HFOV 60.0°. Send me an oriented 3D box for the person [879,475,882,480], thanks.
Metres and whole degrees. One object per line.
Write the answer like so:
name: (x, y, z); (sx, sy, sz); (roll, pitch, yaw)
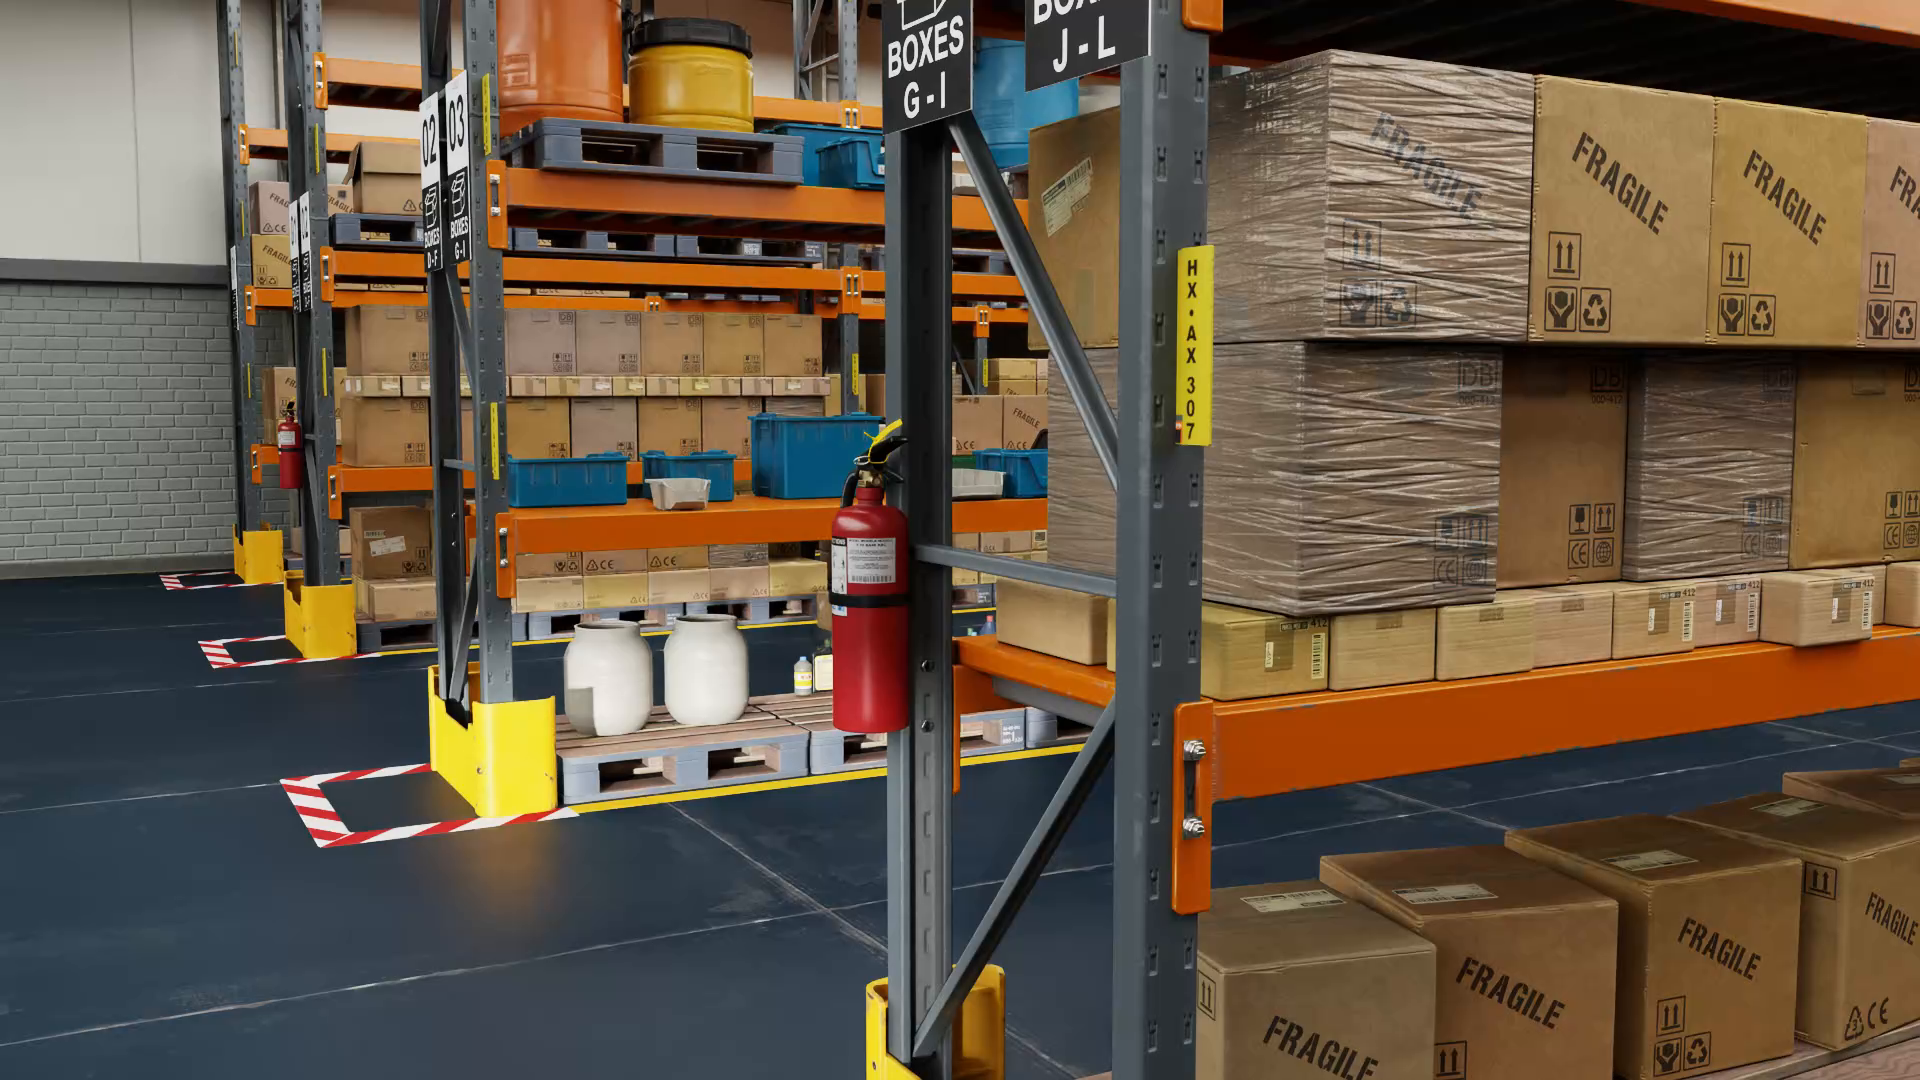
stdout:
person: (-0.432, 0.137, 11.701); (0.621, 1.336, 0.461); (-3, 6, -28)
